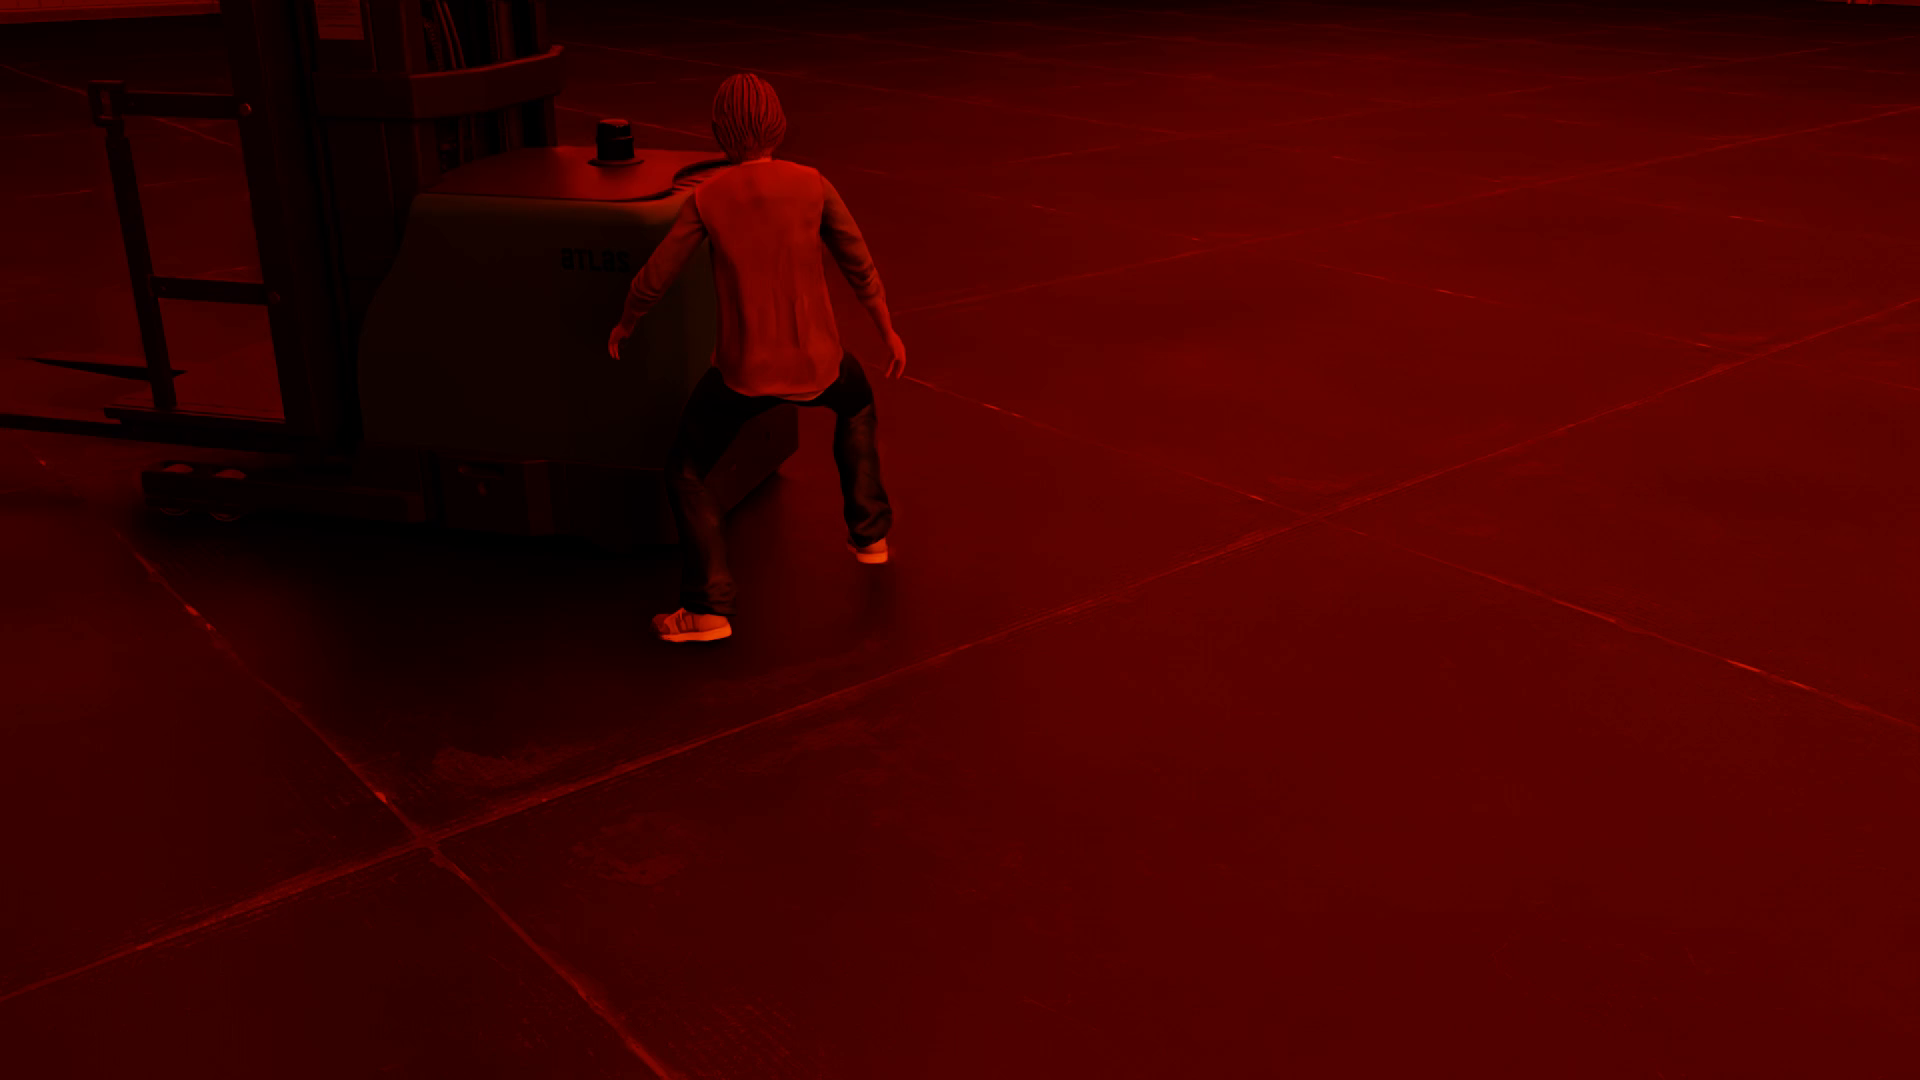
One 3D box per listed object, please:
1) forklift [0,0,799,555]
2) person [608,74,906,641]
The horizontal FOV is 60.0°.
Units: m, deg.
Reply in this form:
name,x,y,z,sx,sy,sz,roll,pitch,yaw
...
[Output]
name,x,y,z,sx,sy,sz,roll,pitch,yaw
forklift,-2.137,-1.602,5.250,3.031,2.935,1.130,6,22,14
person,-0.544,-0.498,4.506,0.814,1.476,0.613,-4,22,-9
